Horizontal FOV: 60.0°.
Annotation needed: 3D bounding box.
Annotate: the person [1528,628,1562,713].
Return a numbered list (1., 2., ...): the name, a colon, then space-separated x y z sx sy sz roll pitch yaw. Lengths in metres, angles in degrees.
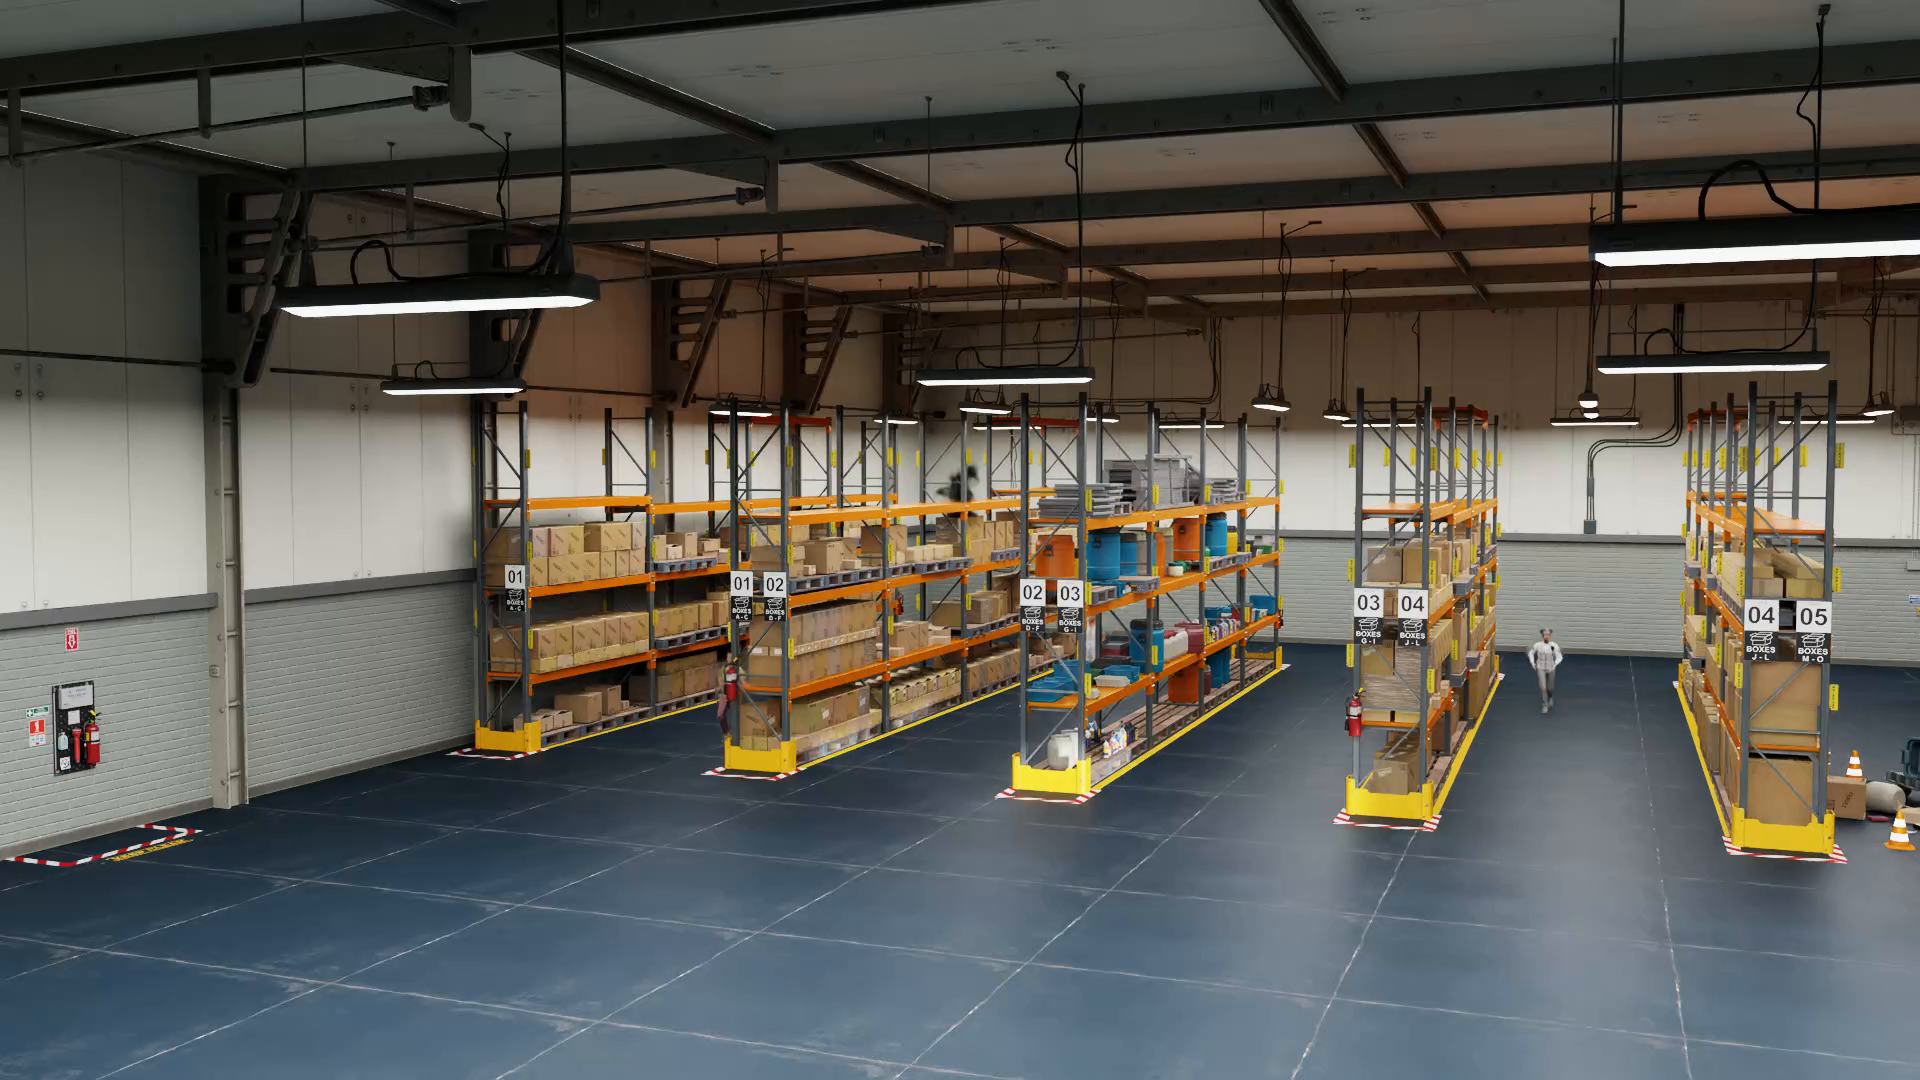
1. person: 11.602 2.571 32.986 0.646 1.671 0.678 1 3 19

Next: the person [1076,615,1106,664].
1. person: 2.835 2.376 36.075 0.653 1.742 0.587 1 3 10

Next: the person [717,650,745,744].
1. person: -4.022 2.749 29.053 0.554 1.642 0.645 0 3 9
